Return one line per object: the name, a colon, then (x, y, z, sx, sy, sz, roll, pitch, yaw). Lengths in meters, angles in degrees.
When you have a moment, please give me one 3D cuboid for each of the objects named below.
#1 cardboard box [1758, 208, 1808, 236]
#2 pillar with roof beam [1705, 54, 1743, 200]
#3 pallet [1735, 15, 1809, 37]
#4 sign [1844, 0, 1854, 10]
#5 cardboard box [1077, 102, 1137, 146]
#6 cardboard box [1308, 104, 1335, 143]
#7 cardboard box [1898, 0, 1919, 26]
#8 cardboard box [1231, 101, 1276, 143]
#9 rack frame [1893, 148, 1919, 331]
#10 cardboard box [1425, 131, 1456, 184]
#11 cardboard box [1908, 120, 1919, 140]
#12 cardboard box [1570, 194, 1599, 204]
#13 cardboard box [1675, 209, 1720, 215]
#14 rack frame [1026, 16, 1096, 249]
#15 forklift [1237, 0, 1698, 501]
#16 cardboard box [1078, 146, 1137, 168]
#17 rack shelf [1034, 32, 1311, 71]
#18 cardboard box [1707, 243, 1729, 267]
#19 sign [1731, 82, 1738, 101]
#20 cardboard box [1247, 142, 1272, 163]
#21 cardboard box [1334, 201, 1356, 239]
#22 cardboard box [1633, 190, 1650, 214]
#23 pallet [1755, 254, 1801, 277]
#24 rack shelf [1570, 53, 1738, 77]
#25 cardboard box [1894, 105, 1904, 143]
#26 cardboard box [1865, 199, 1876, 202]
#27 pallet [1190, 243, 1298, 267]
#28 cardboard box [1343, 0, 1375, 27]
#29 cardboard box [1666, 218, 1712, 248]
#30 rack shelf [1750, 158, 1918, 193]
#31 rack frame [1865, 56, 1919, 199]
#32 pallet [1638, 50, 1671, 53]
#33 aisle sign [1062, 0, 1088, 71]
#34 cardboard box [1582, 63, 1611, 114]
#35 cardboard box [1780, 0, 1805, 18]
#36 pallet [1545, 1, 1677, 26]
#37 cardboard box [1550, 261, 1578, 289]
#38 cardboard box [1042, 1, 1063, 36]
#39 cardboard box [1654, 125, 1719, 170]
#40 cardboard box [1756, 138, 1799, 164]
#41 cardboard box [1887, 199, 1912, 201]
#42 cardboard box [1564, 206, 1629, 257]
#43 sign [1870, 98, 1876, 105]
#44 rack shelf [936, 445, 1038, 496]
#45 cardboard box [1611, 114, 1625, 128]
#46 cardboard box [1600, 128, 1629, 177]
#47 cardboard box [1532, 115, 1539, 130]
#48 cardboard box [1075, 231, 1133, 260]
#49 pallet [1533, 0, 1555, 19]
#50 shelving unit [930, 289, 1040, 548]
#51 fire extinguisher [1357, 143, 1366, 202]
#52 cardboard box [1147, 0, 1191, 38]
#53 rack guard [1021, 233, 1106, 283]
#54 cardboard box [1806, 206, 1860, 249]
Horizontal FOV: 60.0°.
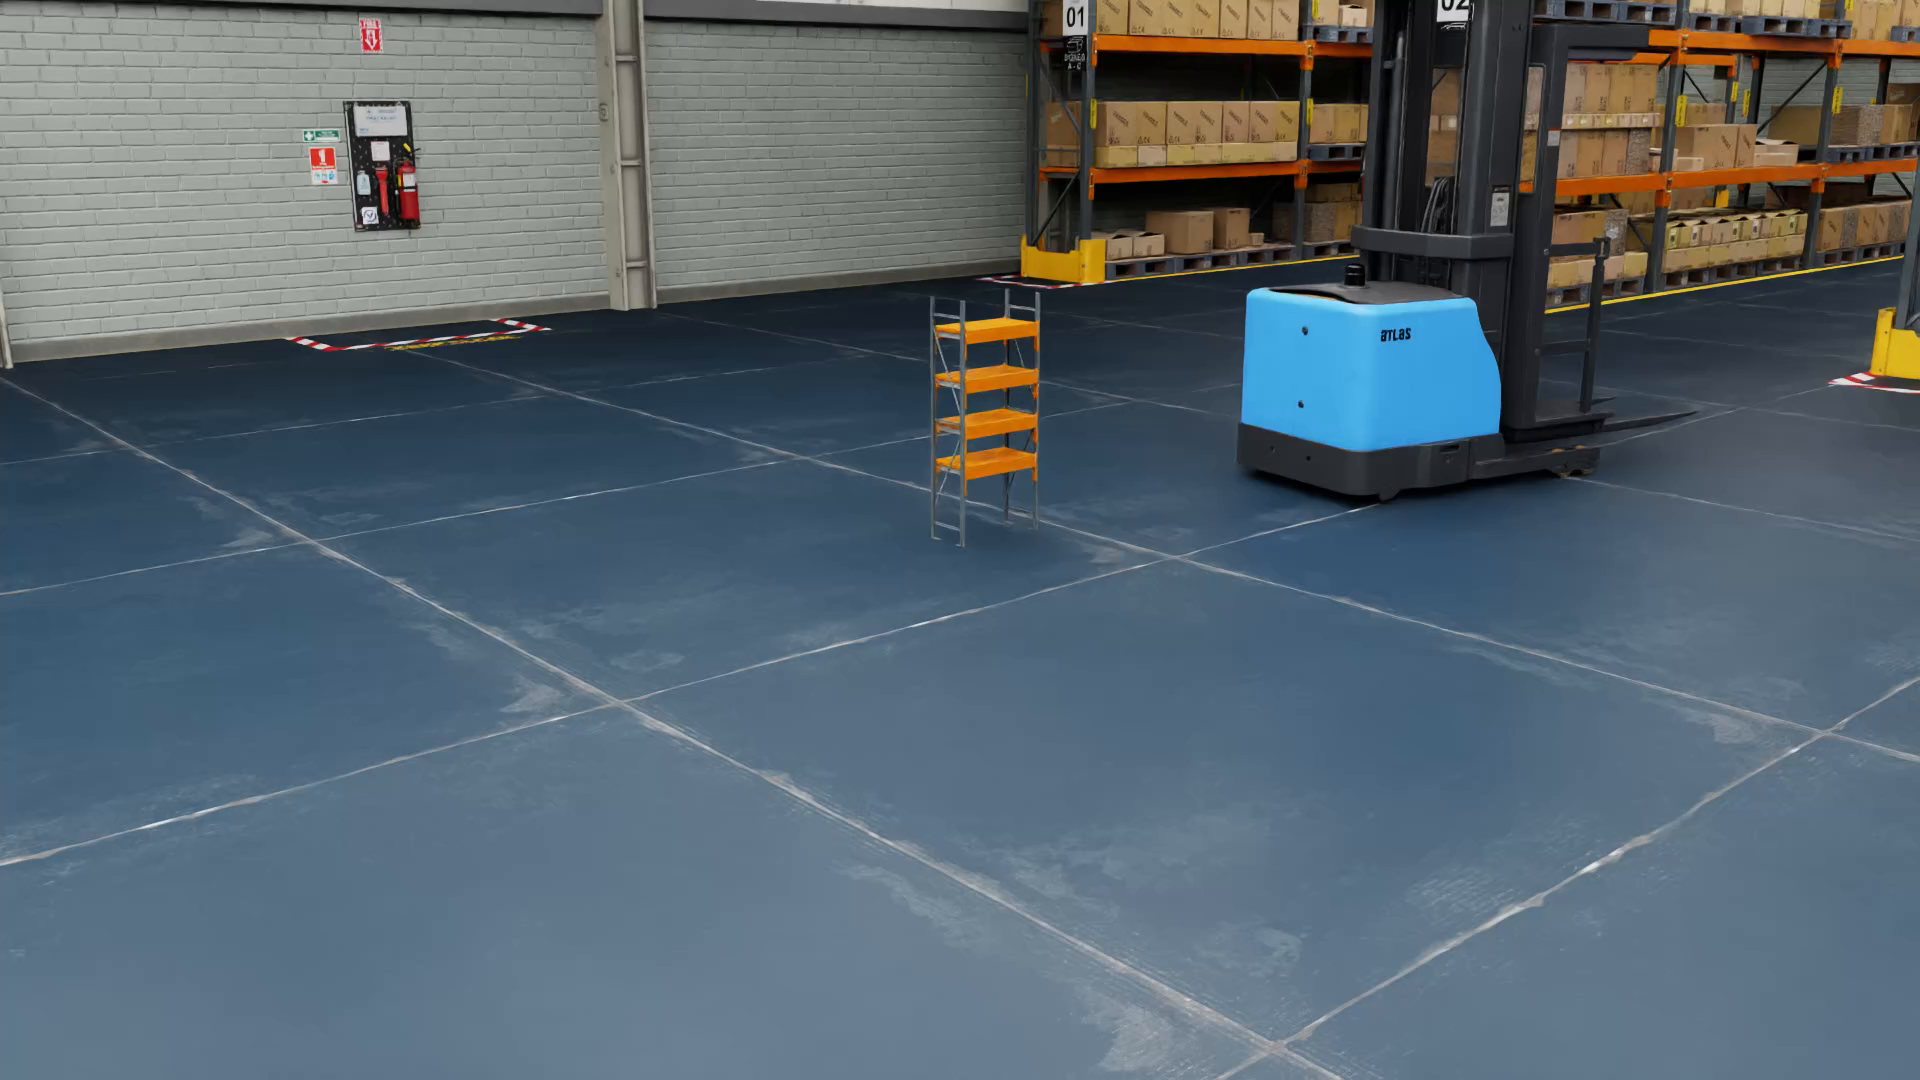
cardboard box: (10.229, -3.988, 20.797, 0.500, 0.311, 0.500, -12, 19, -38)
pillar with roof beam: (17.538, -9.985, 28.193, 0.400, 9.000, 9.100, -13, 19, -39)
pallet: (9.168, -6.015, 19.511, 1.213, 0.211, 1.003, -12, 19, -37)
sign: (10.821, -6.608, 20.207, 0.005, 0.325, 0.100, -13, 19, -39)
cardboard box: (1.730, -4.910, 19.618, 0.500, 0.500, 0.500, -13, 19, -39)
cardboard box: (4.597, -5.606, 22.380, 0.500, 0.500, 0.700, -13, 19, -39)
cardboard box: (12.562, -7.217, 22.444, 0.600, 0.600, 0.600, -13, 20, -40)
cardboard box: (3.664, -5.339, 21.226, 0.500, 0.500, 0.500, -13, 20, -40)
rack frame: (7.676, -2.660, 12.394, 0.127, 3.000, 1.000, -13, 19, -39)
cardboard box: (4.788, -3.749, 16.280, 0.500, 0.500, 0.700, -13, 19, -39)
cardboard box: (13.689, -5.840, 24.108, 0.500, 0.500, 0.500, -12, 19, -38)
cardboard box: (9.820, -5.650, 26.941, 0.750, 0.750, 0.750, -12, 19, -39)
cardboard box: (9.098, -3.917, 20.529, 0.500, 0.311, 0.500, -13, 20, -41)
rack frame: (1.173, -4.588, 19.615, 0.127, 3.000, 1.000, -13, 19, -39)
forklift: (3.142, -1.885, 9.629, 3.031, 2.935, 1.130, -8, 17, -29)
cardboard box: (1.749, -4.546, 19.709, 0.500, 0.250, 0.500, -13, 20, -41)
rack shelf: (2.682, -6.029, 20.589, 4.000, 0.370, 1.077, -13, 19, -39)
cardboard box: (8.687, -3.371, 19.573, 0.500, 0.250, 0.500, -13, 20, -41)
sign: (13.589, -7.865, 29.178, 0.005, 0.325, 0.100, -13, 19, -39)
cardboard box: (3.651, -4.981, 21.337, 0.500, 0.250, 0.500, -13, 19, -39)
cardboard box: (5.092, -4.496, 23.260, 0.500, 0.500, 0.700, -13, 20, -40)
cardboard box: (11.238, -5.807, 28.209, 0.500, 0.500, 0.700, -13, 20, -40)
pallet: (9.816, -3.501, 20.946, 1.213, 0.211, 1.003, -13, 19, -39)
rack shelf: (11.734, -8.062, 28.199, 4.000, 0.370, 1.077, -13, 19, -39)
cardboard box: (12.499, -5.743, 22.930, 0.500, 0.500, 0.700, -9, 17, -31)
cardboard box: (12.560, -4.535, 23.407, 0.500, 0.500, 0.500, -12, 19, -39)
pallet: (3.707, -3.798, 22.060, 1.213, 0.211, 1.003, -13, 19, -39)
cardboard box: (5.586, -7.252, 22.768, 0.500, 0.500, 0.500, -14, 20, -41)
cardboard box: (8.301, -3.553, 19.166, 0.500, 0.311, 0.500, -13, 20, -40)
rack shelf: (11.971, -4.971, 22.441, 4.000, 0.370, 1.077, -13, 19, -39)
rack frame: (13.480, -5.657, 23.617, 0.127, 3.000, 1.000, -13, 19, -39)
pallet: (11.769, -8.370, 28.130, 1.213, 0.211, 1.003, -13, 19, -39)
aisle sign: (1.316, -5.774, 19.015, 0.004, 0.787, 0.394, -13, 19, -39)
cardboard box: (6.356, -4.730, 17.439, 0.500, 0.500, 0.700, -13, 20, -39)
cardboard box: (9.774, -6.379, 19.984, 0.500, 0.250, 0.500, -12, 19, -38)
pallet: (6.819, -5.559, 17.608, 1.213, 0.211, 1.003, -13, 19, -39)
cardboard box: (6.111, -2.800, 17.435, 0.500, 0.250, 0.500, -13, 19, -39)
cardboard box: (1.321, -6.215, 19.661, 0.500, 0.500, 0.500, -11, 18, -35)
cardboard box: (8.432, -4.567, 19.340, 0.500, 0.500, 0.500, -11, 18, -35)
cardboard box: (10.159, -4.884, 20.893, 0.500, 0.311, 0.500, -11, 19, -36)
cardboard box: (13.296, -4.523, 23.361, 0.500, 0.500, 0.500, -13, 20, -40)
cardboard box: (6.854, -3.335, 17.985, 0.500, 0.500, 0.500, -13, 19, -39)
sign: (13.118, -6.180, 23.896, 0.005, 0.325, 0.100, -13, 19, -39)
rack shelf: (0.125, -0.351, 8.269, 0.480, 0.148, 0.258, -13, 19, -39)
cardboard box: (6.799, -4.445, 17.628, 0.250, 0.149, 0.380, -13, 20, -39)
cardboard box: (6.721, -4.183, 17.905, 0.500, 0.500, 0.700, -13, 20, -40)
cardboard box: (5.643, -4.186, 16.658, 0.250, 0.149, 0.380, -14, 20, -41)
cardboard box: (1.754, -3.601, 20.278, 0.500, 0.311, 0.500, 13, 20, 41)
pallet: (4.978, -5.146, 16.060, 1.213, 0.211, 1.003, -13, 19, -39)
shelving unit: (0.125, -0.608, 8.200, 0.503, 1.200, 0.258, -13, 19, -39)
fire extinguisher: (4.033, -3.658, 16.280, 0.183, 0.674, 0.296, -13, 19, -39)
cardboard box: (2.407, -6.276, 19.889, 0.500, 0.500, 0.500, -12, 19, -37)
rack guard: (1.230, -3.393, 19.985, 0.348, 0.500, 1.175, -13, 19, -39)
cardboard box: (11.385, -4.096, 21.763, 0.500, 0.500, 0.500, -14, 20, -41)
